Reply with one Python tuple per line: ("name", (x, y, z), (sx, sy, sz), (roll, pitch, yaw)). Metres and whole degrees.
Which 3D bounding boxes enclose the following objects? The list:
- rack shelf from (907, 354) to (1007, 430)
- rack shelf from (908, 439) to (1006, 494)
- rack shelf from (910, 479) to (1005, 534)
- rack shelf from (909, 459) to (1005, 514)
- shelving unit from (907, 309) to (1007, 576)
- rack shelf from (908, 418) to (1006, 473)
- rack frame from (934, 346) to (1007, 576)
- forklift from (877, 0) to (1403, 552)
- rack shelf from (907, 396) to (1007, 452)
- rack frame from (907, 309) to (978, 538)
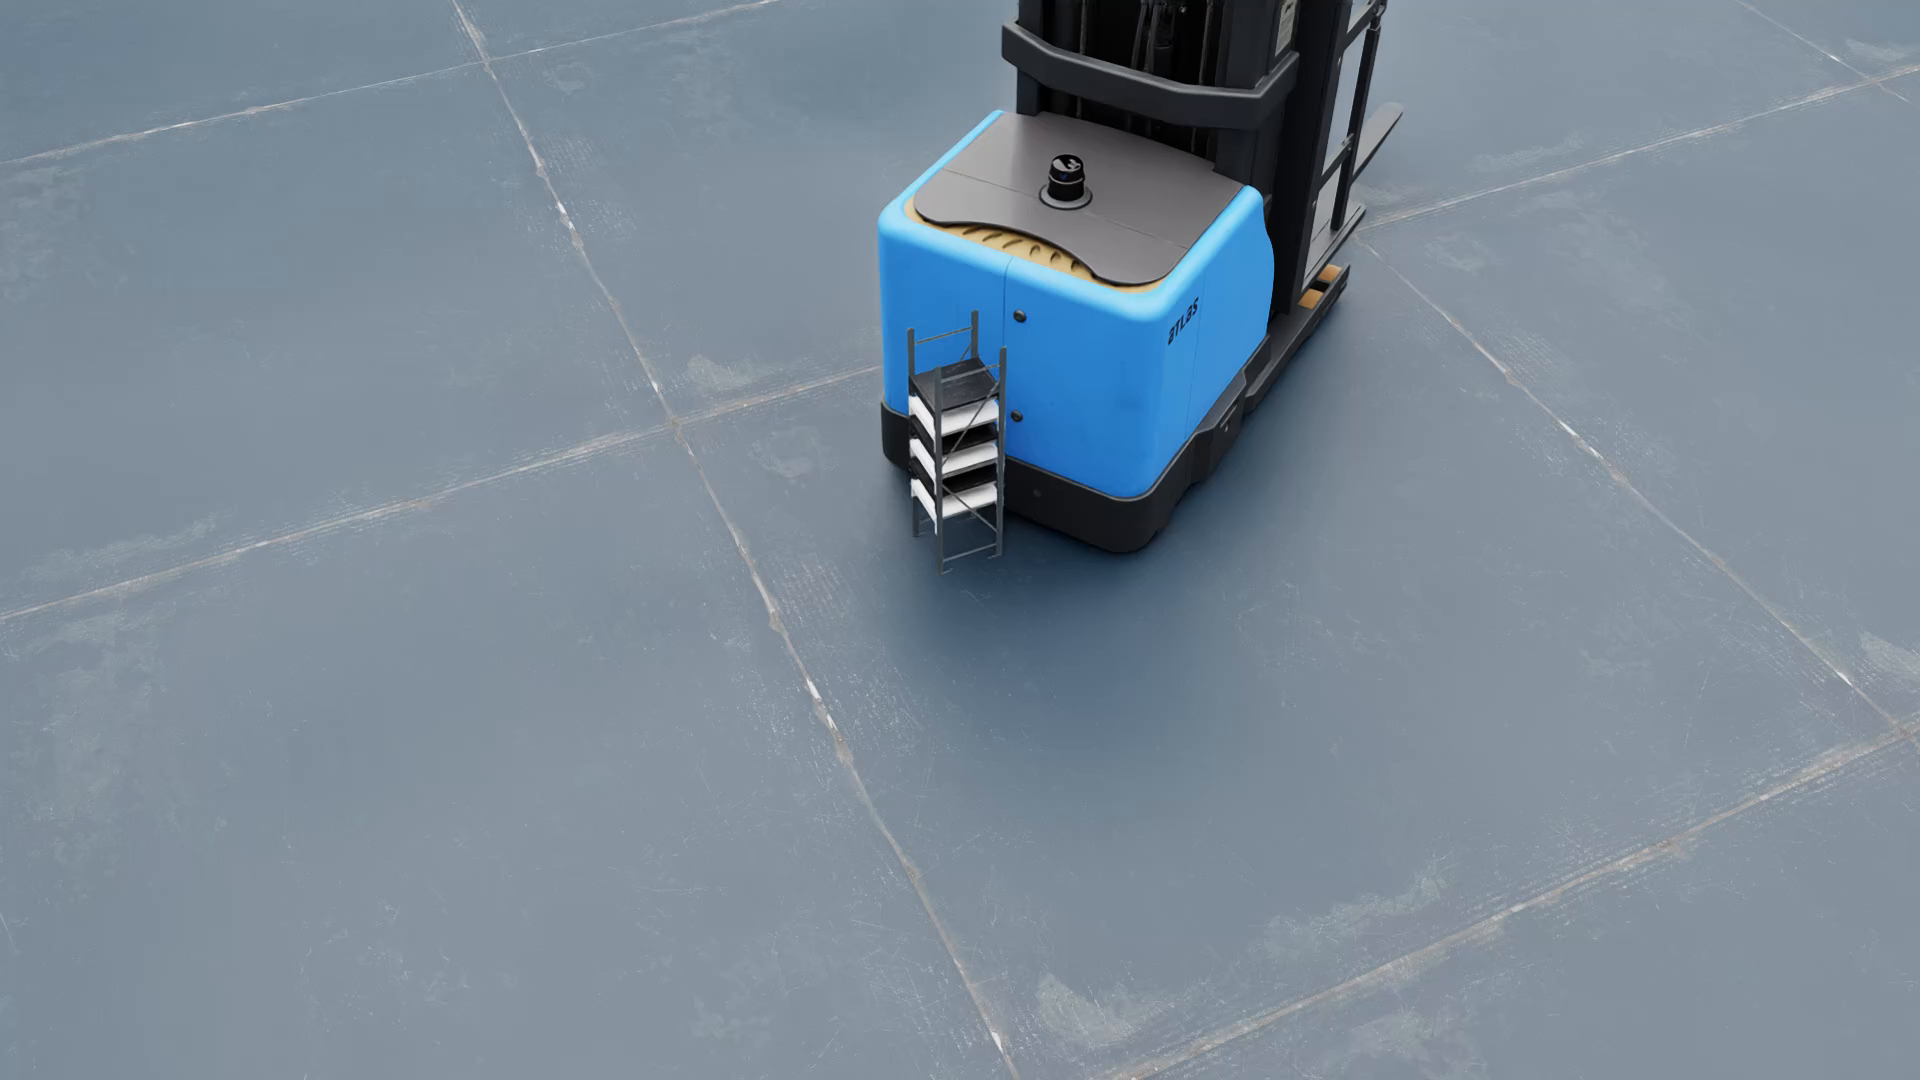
("rack shelf", (-0.010, -0.467, 5.246), (0.258, 0.077, 0.200), (-18, 47, -17))
("rack shelf", (-0.010, -0.275, 5.436), (0.258, 0.077, 0.200), (-18, 47, -17))
("rack shelf", (-0.010, -0.147, 5.562), (0.258, 0.077, 0.200), (-18, 47, -17))
("rack shelf", (-0.010, -0.211, 5.499), (0.258, 0.077, 0.200), (-18, 47, -17))
("shelving unit", (-0.010, -0.299, 5.412), (0.258, 0.900, 0.210), (-18, 47, -17))
("rack shelf", (-0.010, -0.339, 5.372), (0.258, 0.077, 0.200), (-18, 47, -17))
("rack frame", (0.032, -0.234, 5.347), (0.240, 0.900, 0.006), (-18, 47, -17))
("forklift", (0.907, -2.024, 5.714), (1.130, 2.935, 3.031), (23, 49, 21))
("rack shelf", (-0.010, -0.403, 5.309), (0.258, 0.077, 0.200), (-18, 47, -17))
("rack frame", (-0.053, -0.364, 5.478), (0.240, 0.900, 0.006), (-18, 47, -17))
